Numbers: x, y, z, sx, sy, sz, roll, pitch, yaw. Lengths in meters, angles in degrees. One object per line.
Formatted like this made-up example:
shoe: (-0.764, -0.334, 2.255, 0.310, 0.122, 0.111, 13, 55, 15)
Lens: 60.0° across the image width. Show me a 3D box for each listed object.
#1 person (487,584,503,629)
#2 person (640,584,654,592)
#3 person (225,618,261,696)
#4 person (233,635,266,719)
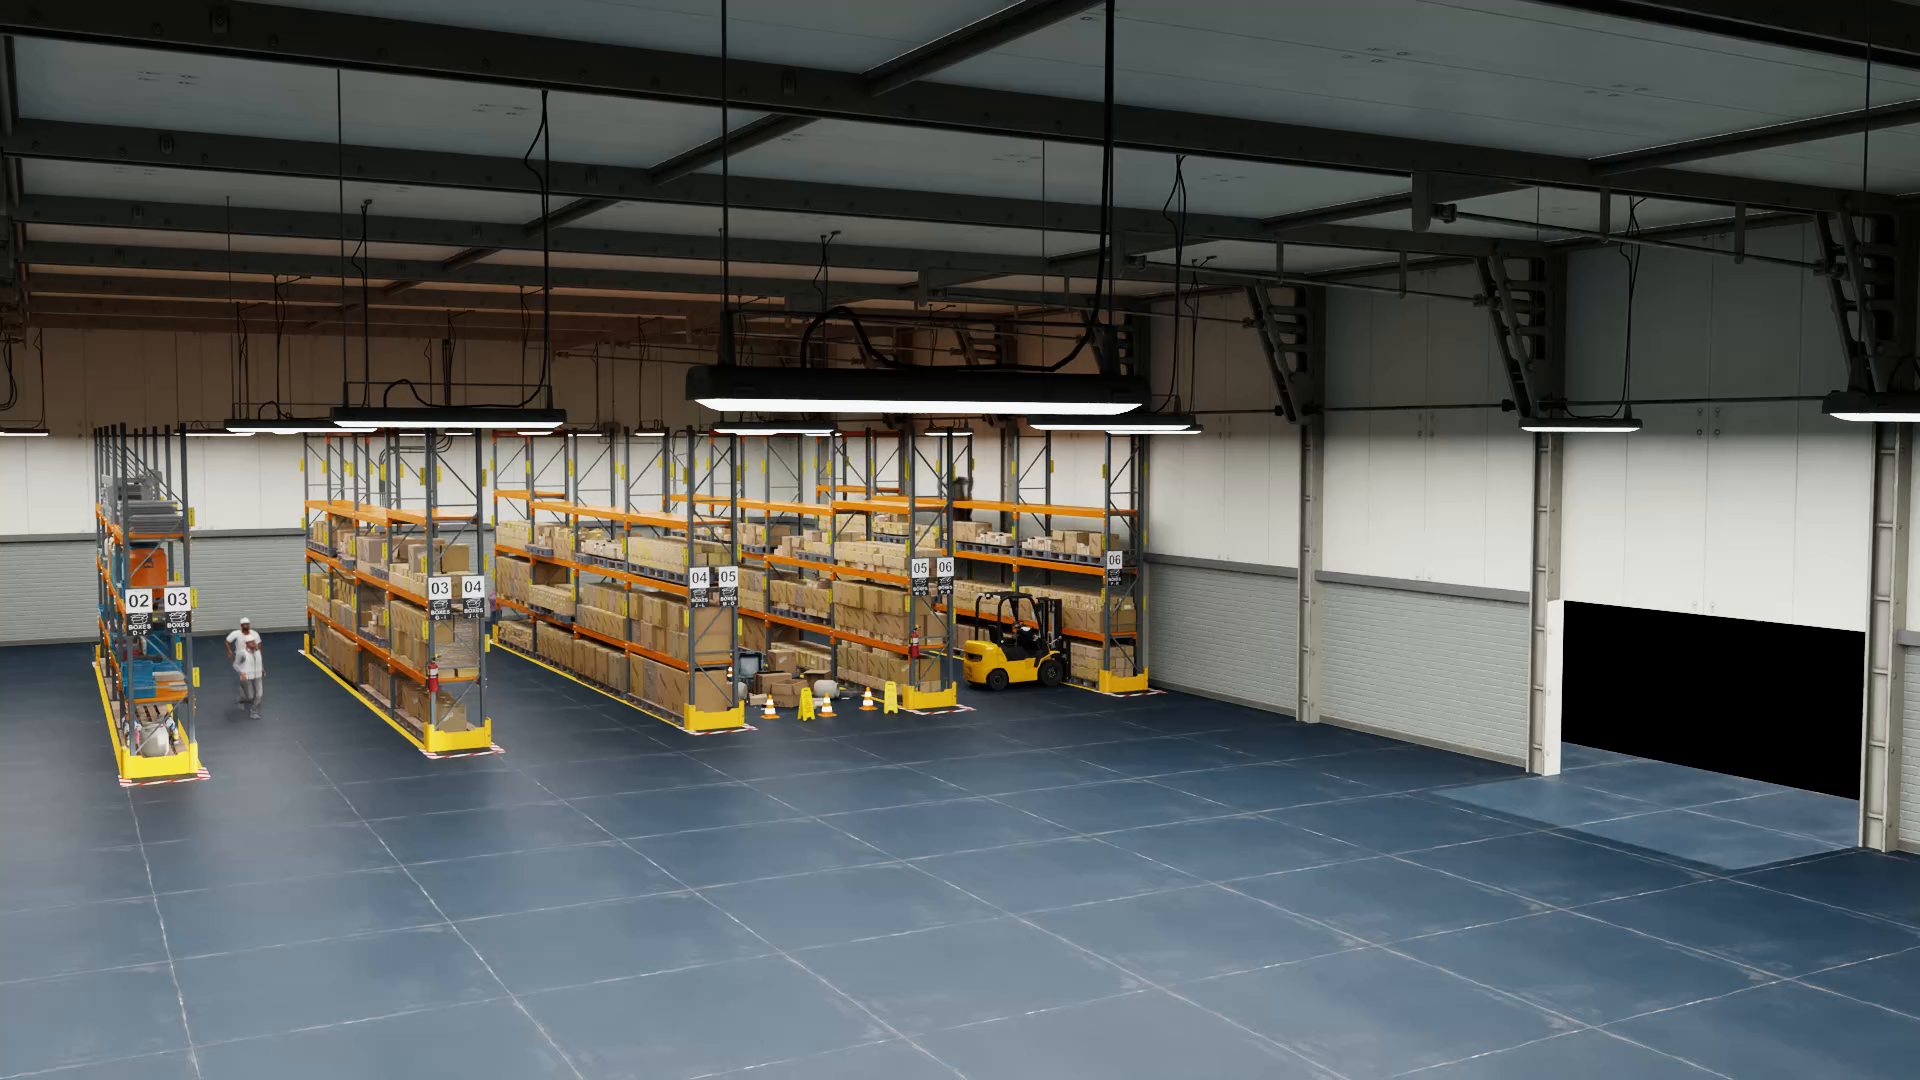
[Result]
person: (-13.477, 2.037, 48.372, 0.538, 1.545, 0.612, 1, 4, 12)
person: (-9.772, 1.714, 51.954, 0.678, 1.741, 0.841, 2, 4, 33)
person: (-15.814, 2.618, 36.795, 0.698, 1.787, 0.720, -3, 4, -40)
person: (-14.587, 2.802, 34.130, 0.687, 1.727, 0.672, 3, 4, 38)
